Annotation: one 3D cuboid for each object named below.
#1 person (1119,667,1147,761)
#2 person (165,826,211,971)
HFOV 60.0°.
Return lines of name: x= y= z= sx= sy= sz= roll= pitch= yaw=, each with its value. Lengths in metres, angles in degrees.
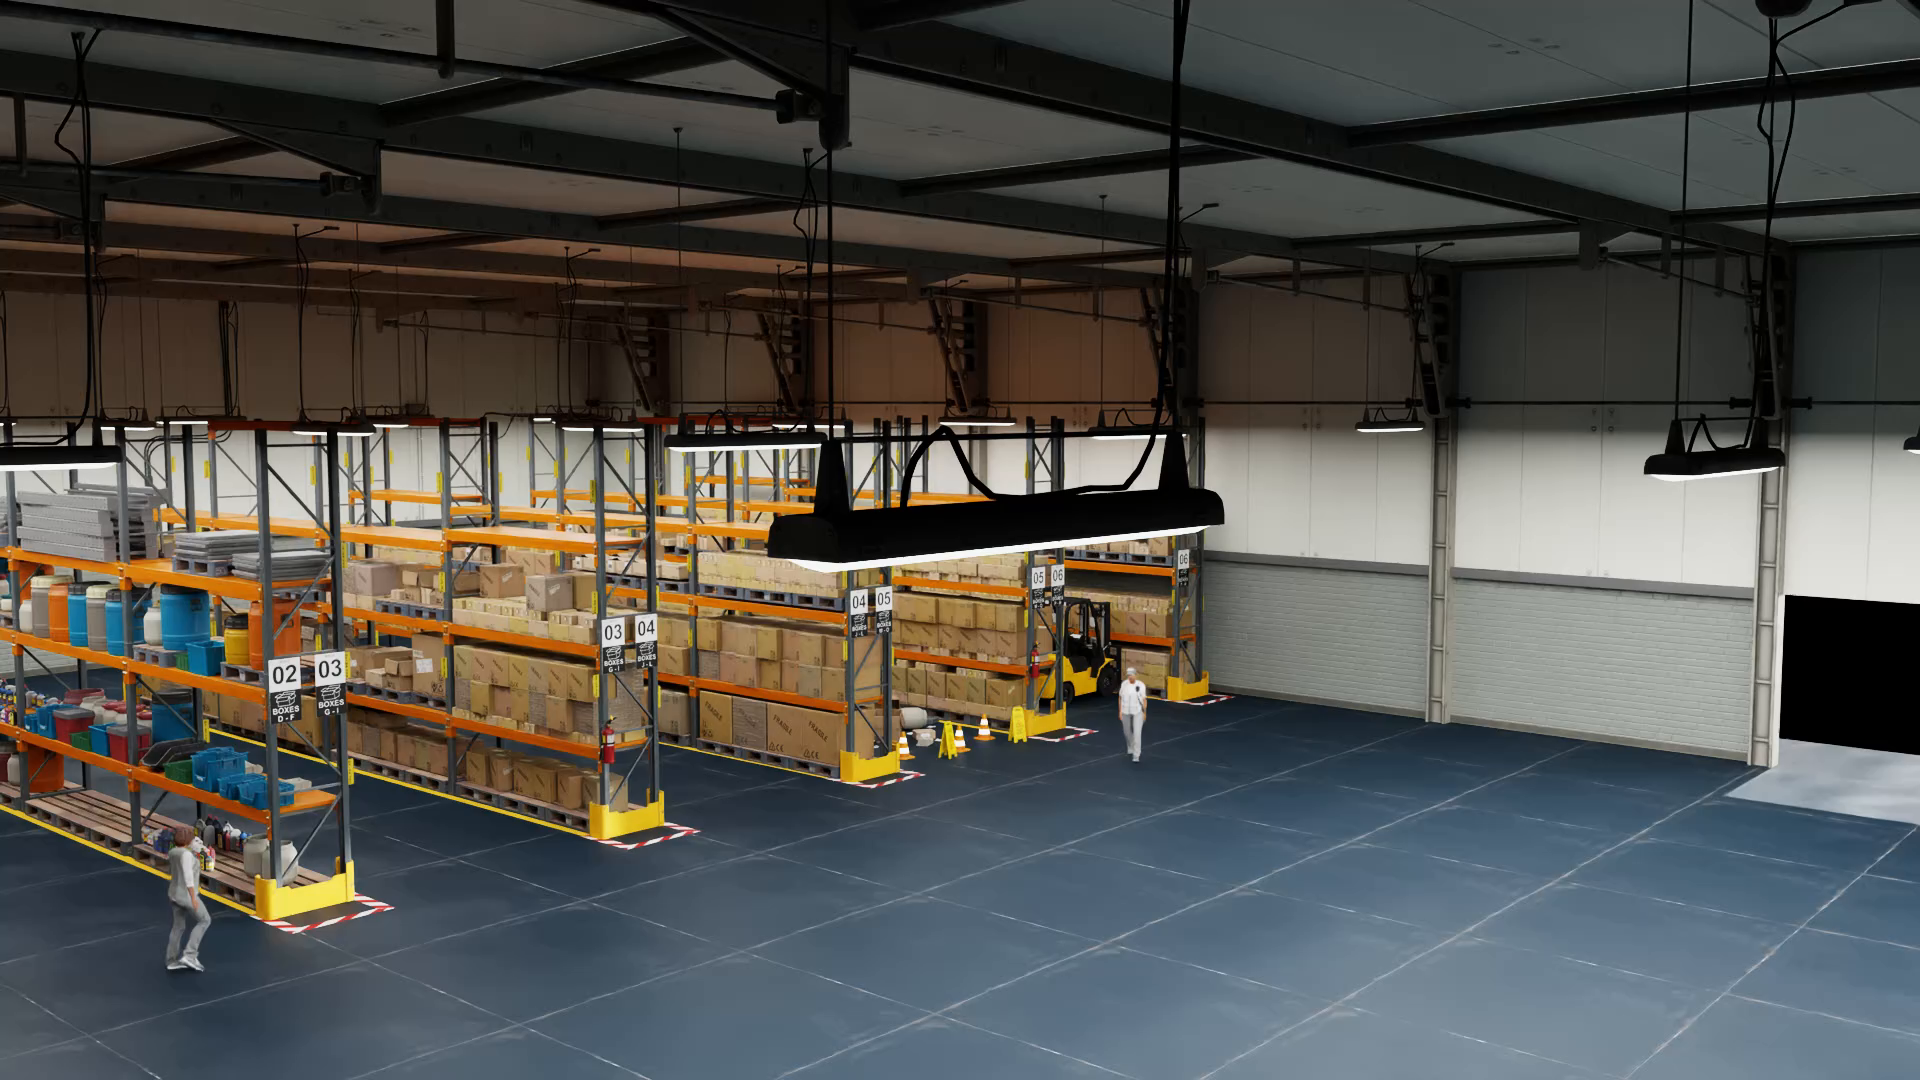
person: x=3.063 y=3.064 z=29.511 sx=0.478 sy=1.631 sz=0.841 roll=2 pitch=5 yaw=23
person: x=-8.636 y=3.995 z=18.522 sx=0.451 sy=1.623 sz=0.445 roll=4 pitch=6 yaw=39
